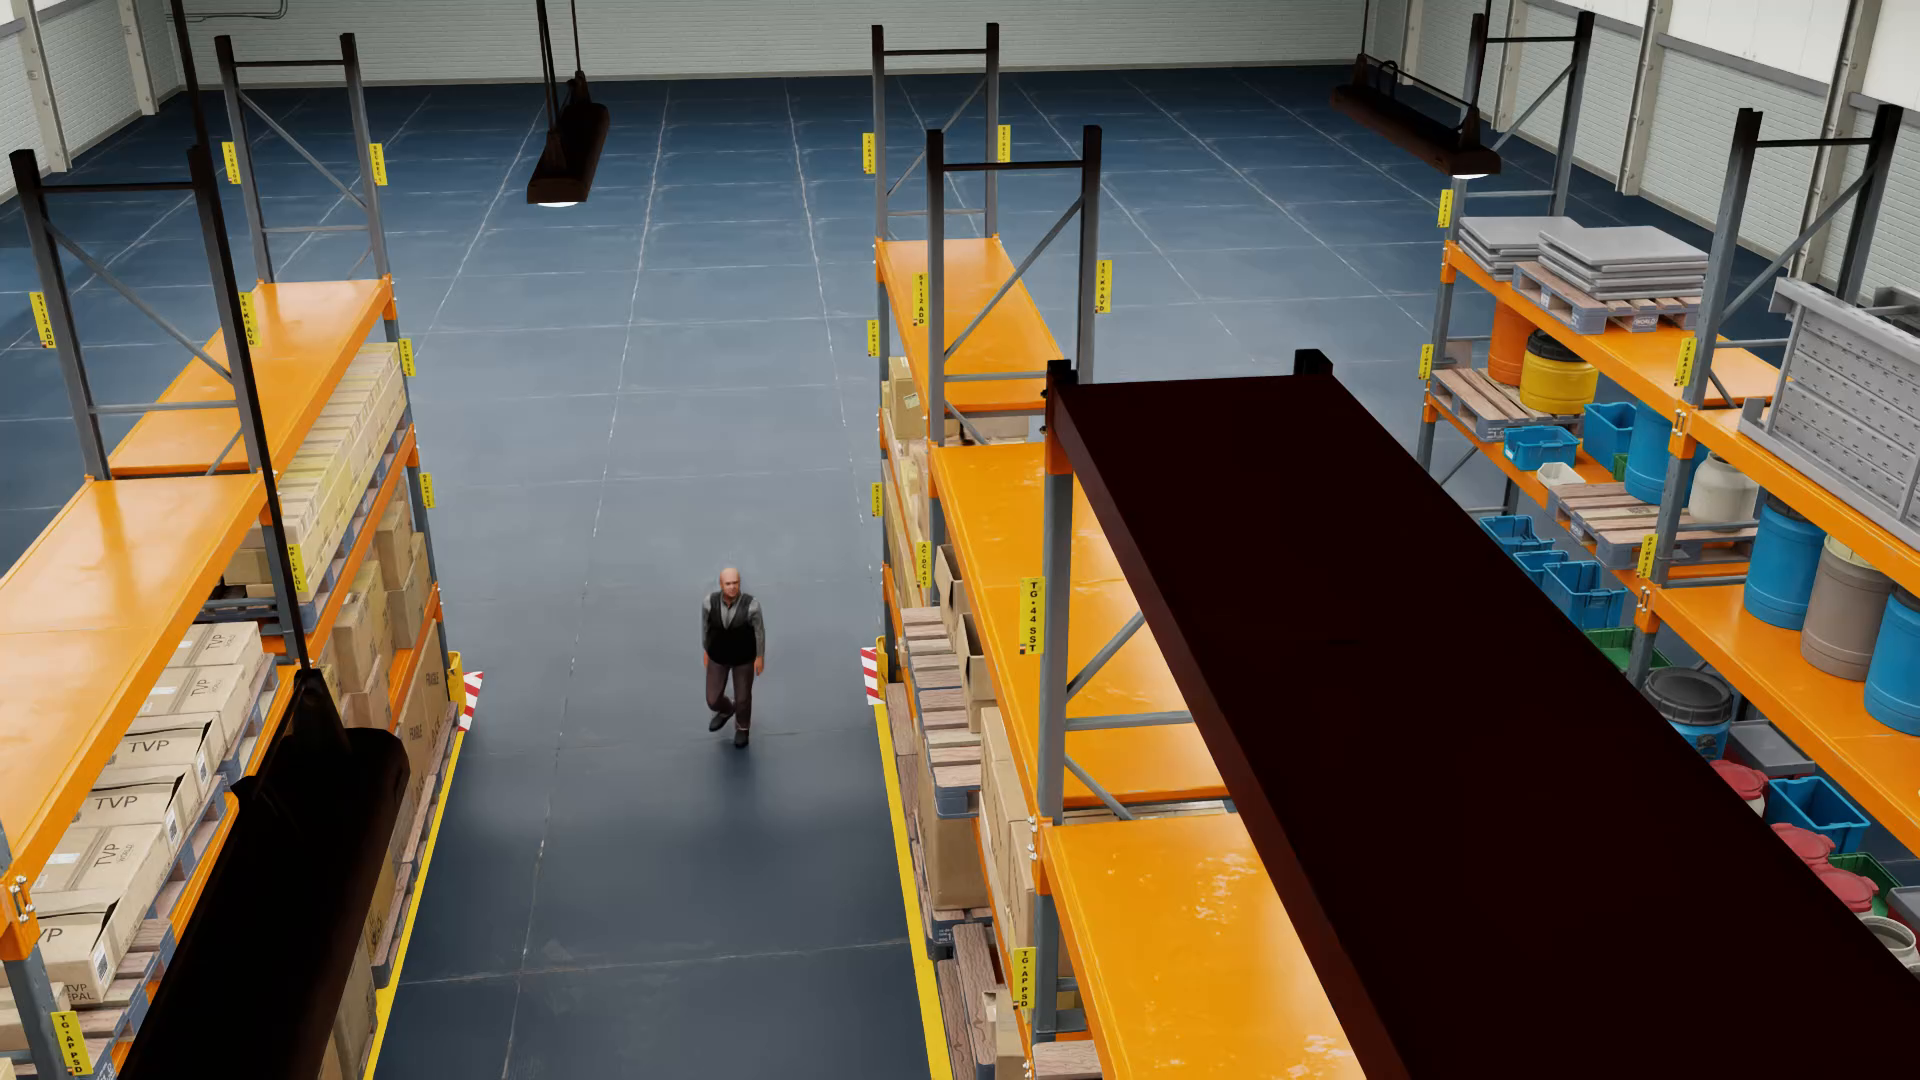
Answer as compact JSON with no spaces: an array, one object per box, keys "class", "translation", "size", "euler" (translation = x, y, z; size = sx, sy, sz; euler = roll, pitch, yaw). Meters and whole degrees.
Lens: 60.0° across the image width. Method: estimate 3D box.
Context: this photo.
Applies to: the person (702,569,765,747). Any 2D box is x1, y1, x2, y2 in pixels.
[{"class":"person","translation":[-1.955,1.007,14.388],"size":[0.568,1.711,0.478],"euler":[2,26,4]}]
